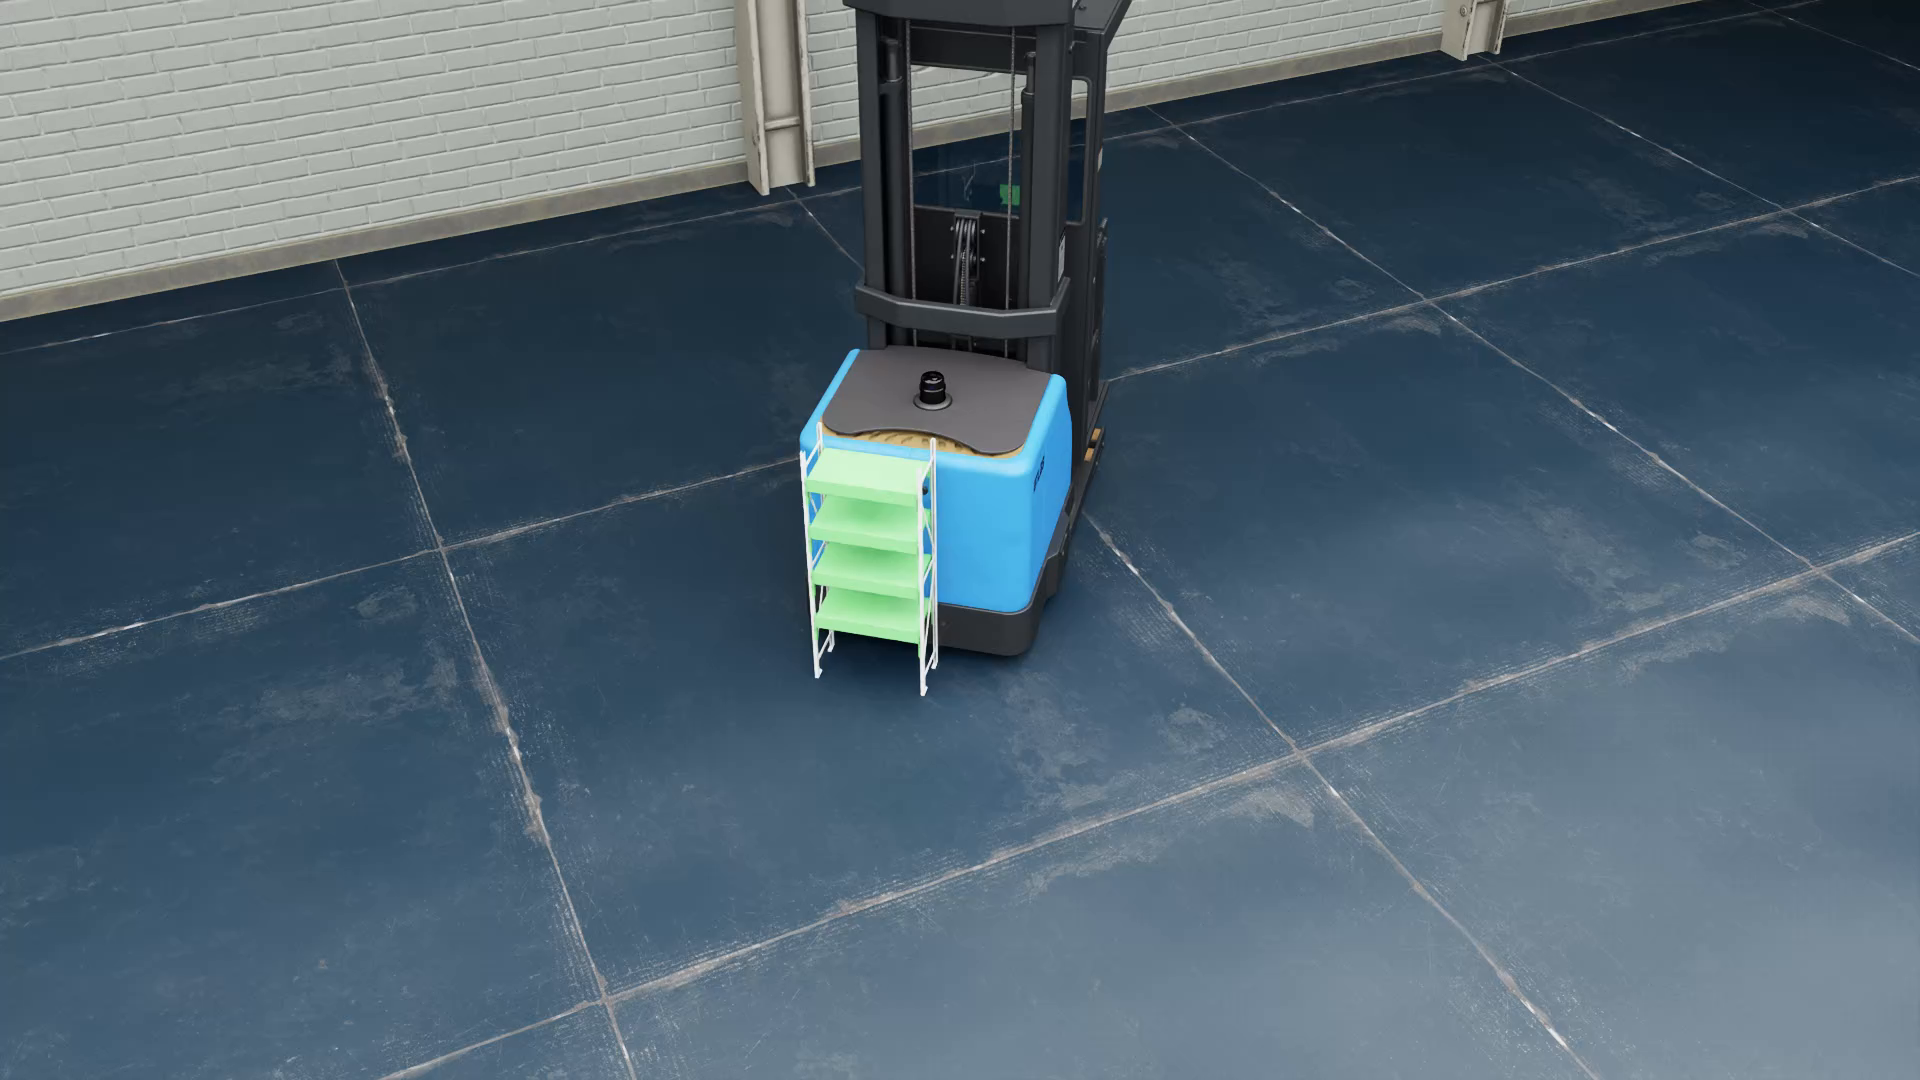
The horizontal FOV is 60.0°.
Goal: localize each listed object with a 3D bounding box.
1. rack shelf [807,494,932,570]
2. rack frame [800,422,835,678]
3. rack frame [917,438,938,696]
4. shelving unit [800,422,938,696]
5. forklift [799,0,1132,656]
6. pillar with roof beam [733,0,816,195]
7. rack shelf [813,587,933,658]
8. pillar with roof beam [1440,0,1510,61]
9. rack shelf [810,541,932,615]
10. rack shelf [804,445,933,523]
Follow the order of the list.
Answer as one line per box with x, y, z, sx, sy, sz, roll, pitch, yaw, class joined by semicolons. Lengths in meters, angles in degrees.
-0.373;-0.041;7.003;0.480;0.148;0.258;8;37;11;rack shelf
-0.610;0.065;7.155;0.015;1.200;0.240;8;37;11;rack frame
-0.136;0.135;7.061;0.015;1.200;0.240;8;37;11;rack frame
-0.373;0.100;7.108;0.503;1.200;0.258;8;37;11;shelving unit
0.151;-1.538;7.864;1.130;2.935;3.031;8;37;11;forklift
0.580;-3.796;5.815;0.400;9.000;9.100;-16;39;-20;pillar with roof beam
-0.373;0.344;7.289;0.480;0.148;0.258;8;37;11;rack shelf
6.012;-5.315;7.862;0.400;9.000;9.100;-16;39;-20;pillar with roof beam
-0.373;0.151;7.146;0.480;0.148;0.258;8;37;11;rack shelf
-0.373;-0.234;6.860;0.480;0.148;0.258;8;37;11;rack shelf
